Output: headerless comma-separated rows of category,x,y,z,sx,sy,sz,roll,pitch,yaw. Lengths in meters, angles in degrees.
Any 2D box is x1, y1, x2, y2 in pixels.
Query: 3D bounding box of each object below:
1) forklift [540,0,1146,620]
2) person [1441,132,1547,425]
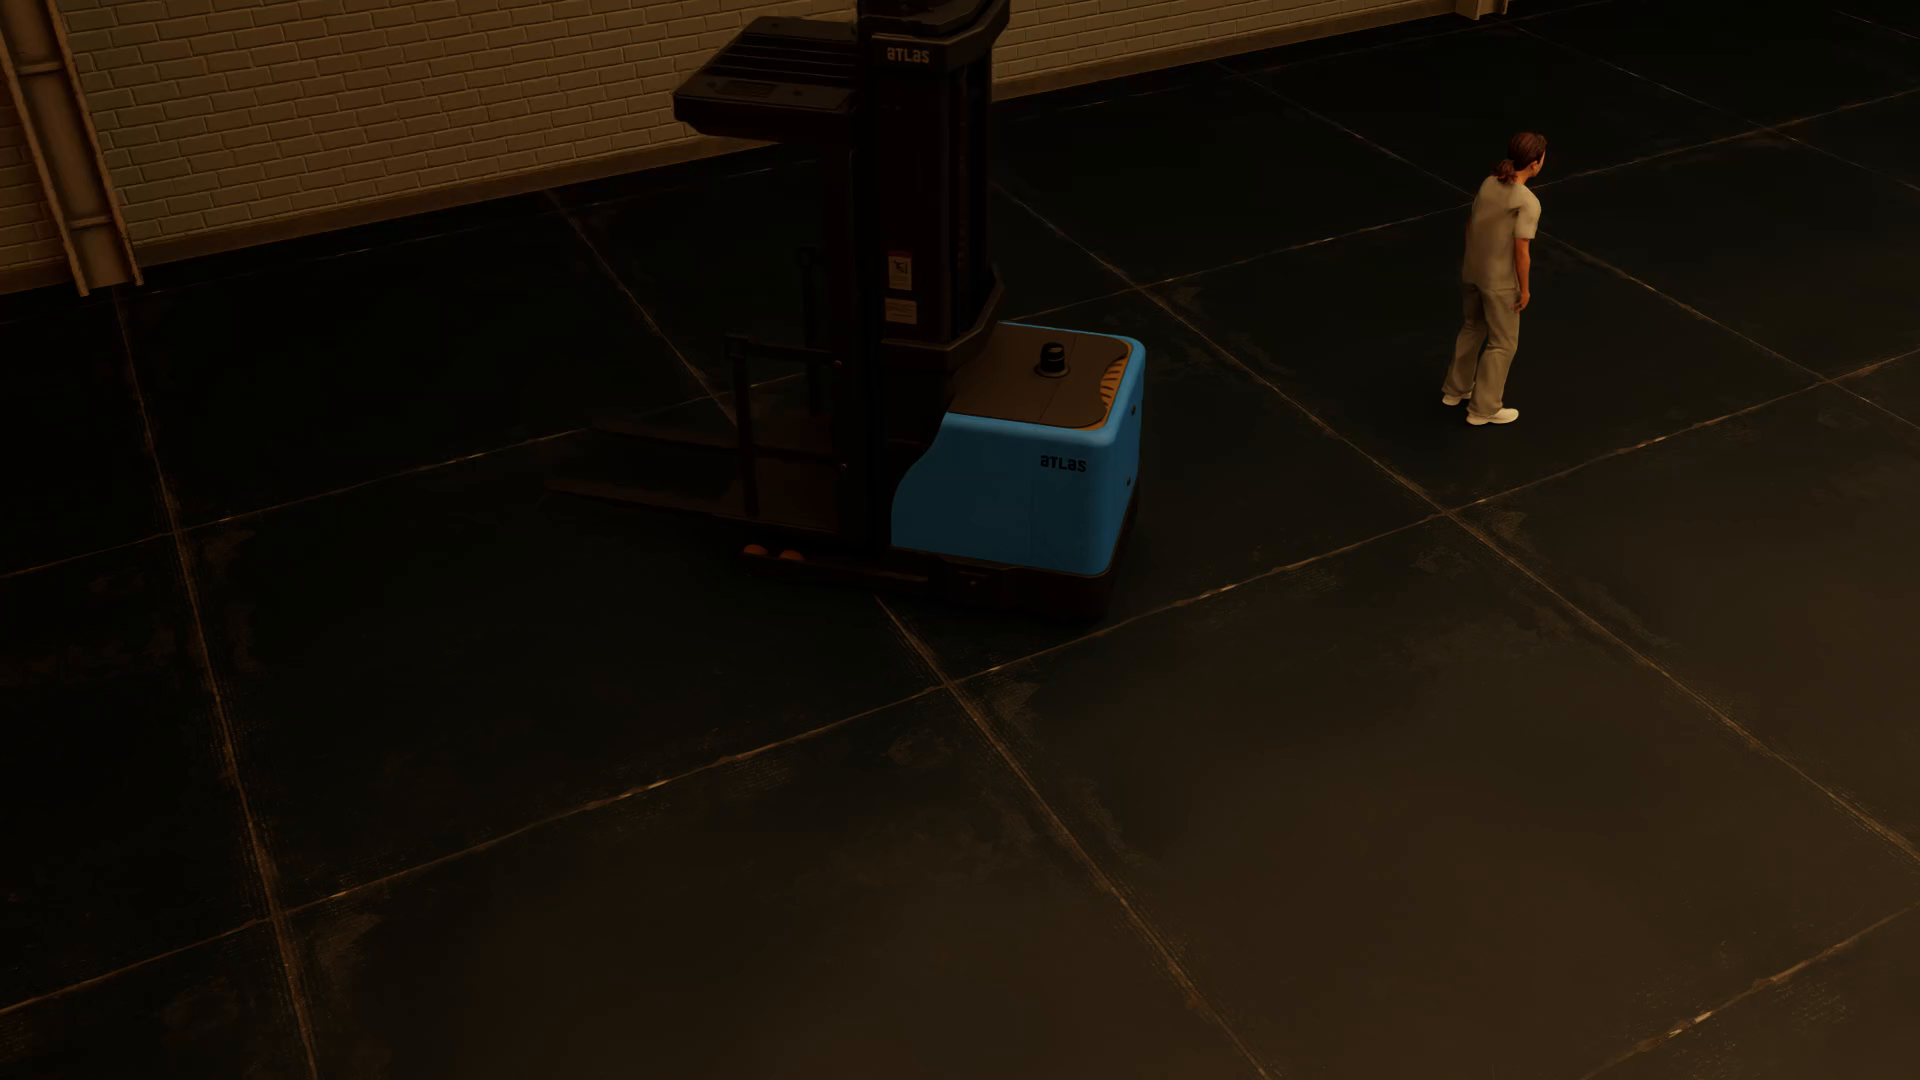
forklift,-0.644,-1.265,7.912,3.031,2.935,1.130,8,36,12
person,2.993,-1.459,9.279,0.364,1.672,0.486,-15,38,-20
